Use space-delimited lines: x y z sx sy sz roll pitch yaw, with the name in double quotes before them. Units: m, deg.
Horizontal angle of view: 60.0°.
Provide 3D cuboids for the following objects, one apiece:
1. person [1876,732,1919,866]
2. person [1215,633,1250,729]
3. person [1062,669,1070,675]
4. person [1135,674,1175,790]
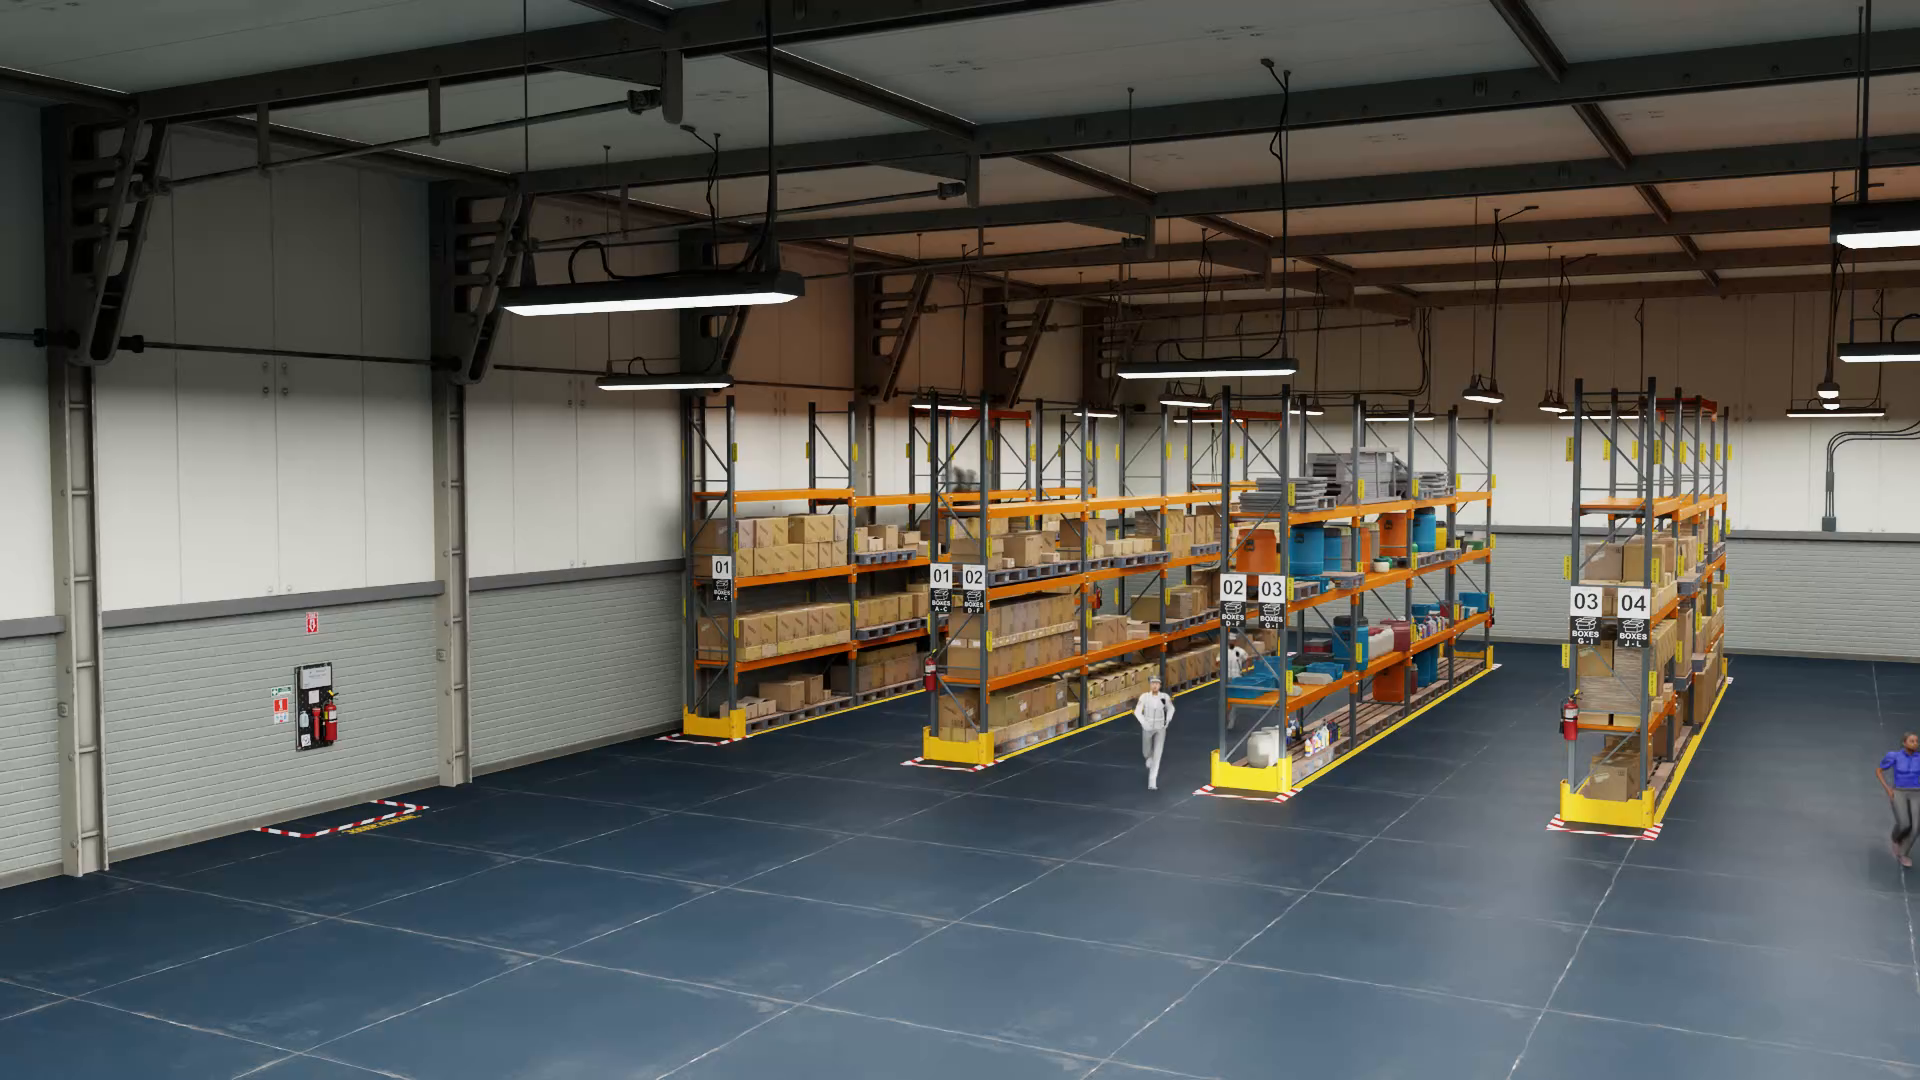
"person" 11.492 3.141 20.166 0.603 1.621 0.485 1 3 11
"person" 4.966 2.533 30.386 0.604 1.703 0.900 1 3 21
"person" 2.224 2.309 35.117 0.566 1.716 0.831 1 3 21
"person" 2.933 2.868 25.117 0.595 1.678 0.991 1 3 12
